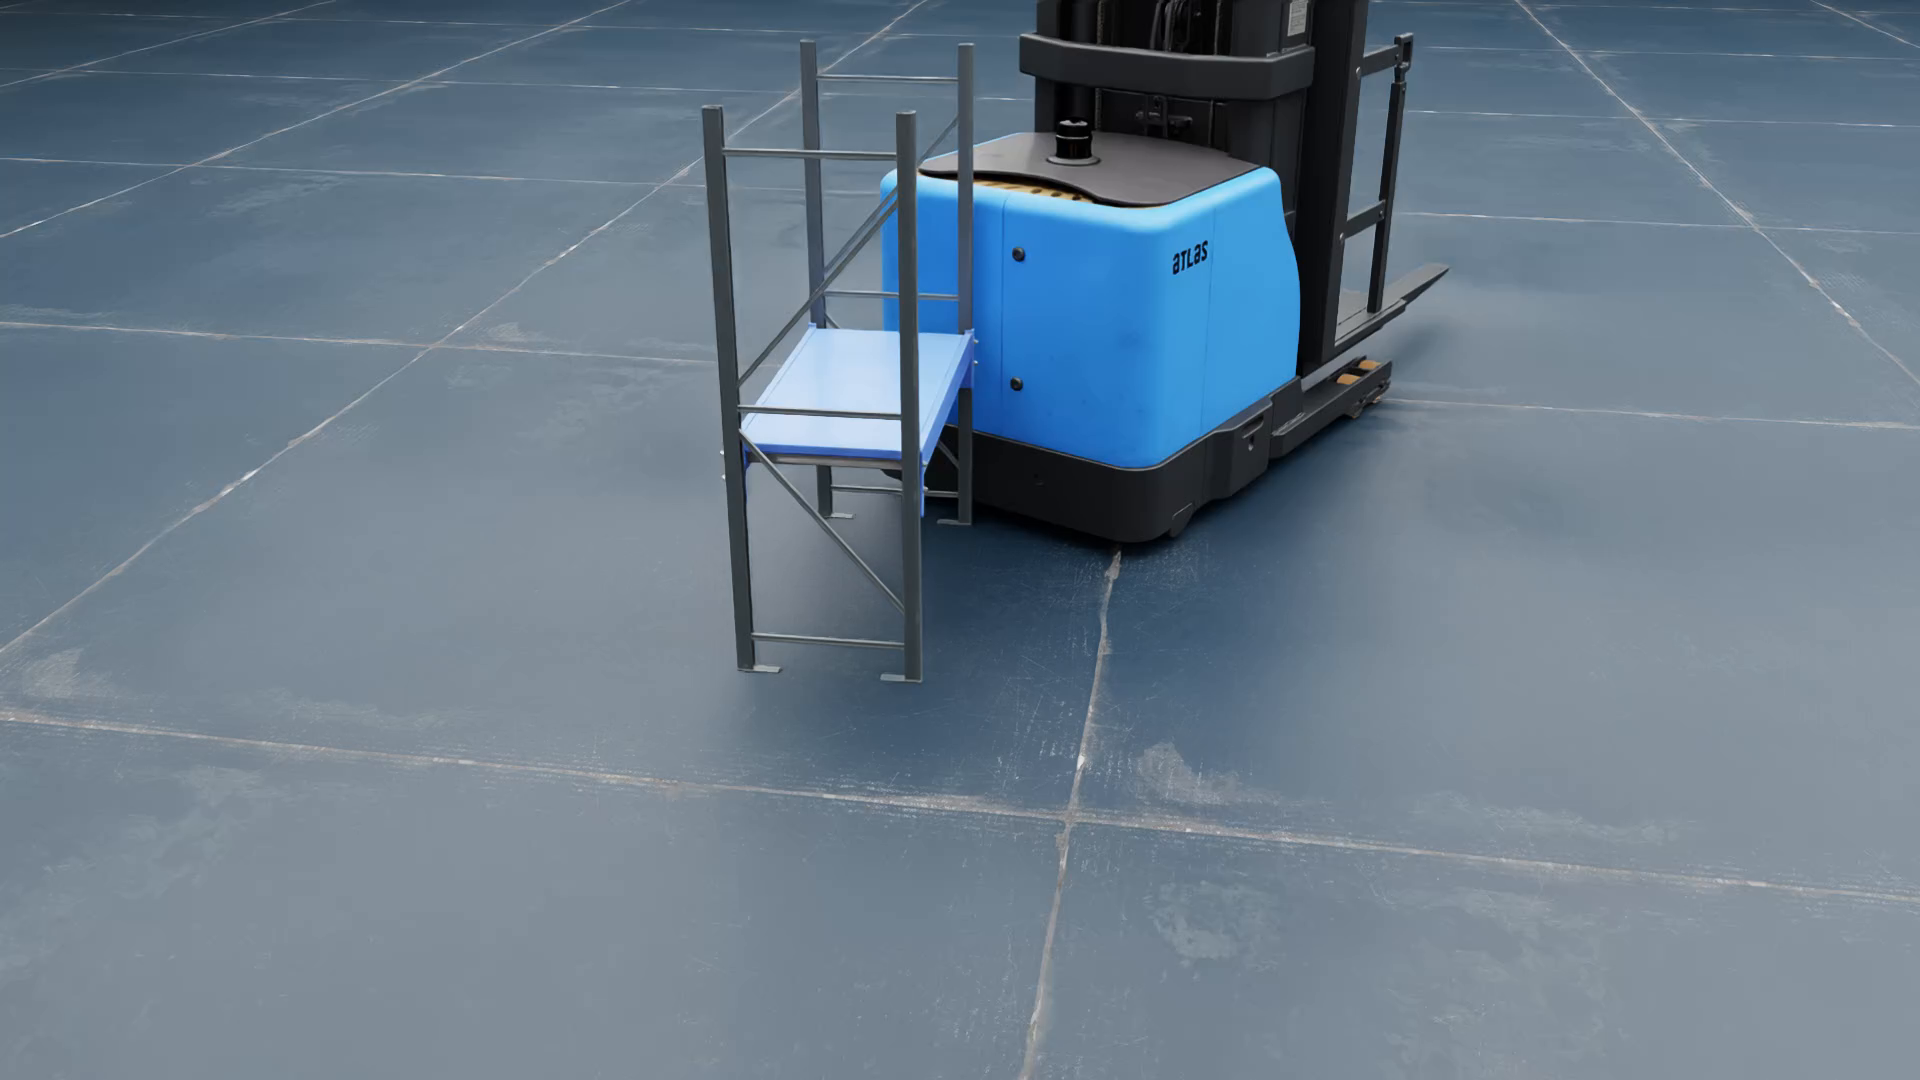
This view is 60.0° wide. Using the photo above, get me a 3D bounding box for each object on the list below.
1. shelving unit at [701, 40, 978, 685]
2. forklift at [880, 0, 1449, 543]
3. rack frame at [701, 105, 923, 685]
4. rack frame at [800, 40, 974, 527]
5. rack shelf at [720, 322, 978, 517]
[{"bbox_3d":[-0.280,-0.528,4.609,0.538,1.500,1.048,3,25,7],"label":"shelving unit"},{"bbox_3d":[0.997,-1.888,5.826,1.130,2.935,3.031,17,30,32],"label":"forklift"},{"bbox_3d":[-0.350,-0.314,4.153,0.500,1.500,0.032,3,25,7],"label":"rack frame"},{"bbox_3d":[-0.210,-0.741,5.065,0.500,1.500,0.032,3,25,7],"label":"rack frame"},{"bbox_3d":[-0.280,-0.365,4.685,0.538,0.185,1.000,3,25,7],"label":"rack shelf"}]
